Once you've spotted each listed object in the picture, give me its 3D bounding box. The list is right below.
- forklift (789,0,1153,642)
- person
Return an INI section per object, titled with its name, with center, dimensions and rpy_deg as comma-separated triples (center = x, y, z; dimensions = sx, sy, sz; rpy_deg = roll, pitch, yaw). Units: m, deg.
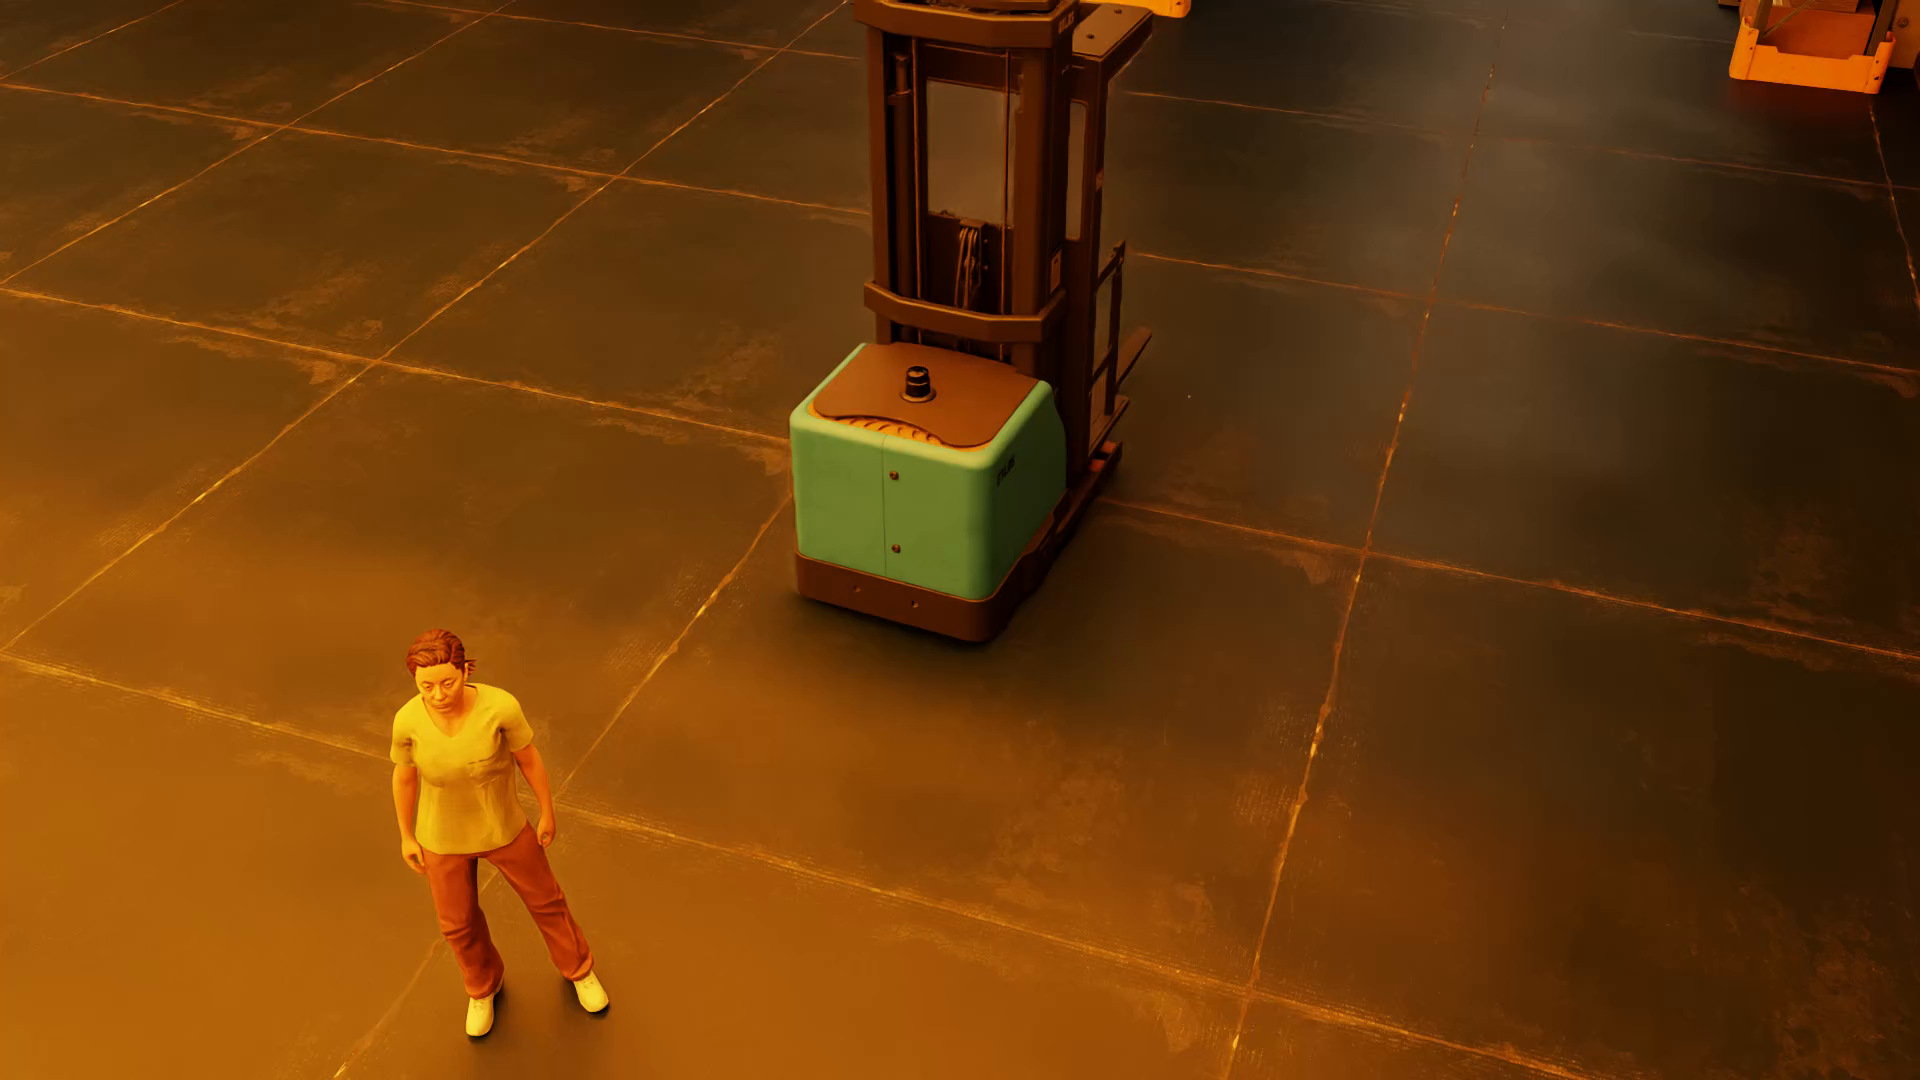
[forklift]
center = 0.248, -1.561, 8.312
dimensions = 1.130, 2.935, 3.031
rpy_deg = 14, 38, 19
[person]
center = -1.635, 1.010, 5.777
dimensions = 0.591, 1.671, 0.400
rpy_deg = -9, 36, -12
